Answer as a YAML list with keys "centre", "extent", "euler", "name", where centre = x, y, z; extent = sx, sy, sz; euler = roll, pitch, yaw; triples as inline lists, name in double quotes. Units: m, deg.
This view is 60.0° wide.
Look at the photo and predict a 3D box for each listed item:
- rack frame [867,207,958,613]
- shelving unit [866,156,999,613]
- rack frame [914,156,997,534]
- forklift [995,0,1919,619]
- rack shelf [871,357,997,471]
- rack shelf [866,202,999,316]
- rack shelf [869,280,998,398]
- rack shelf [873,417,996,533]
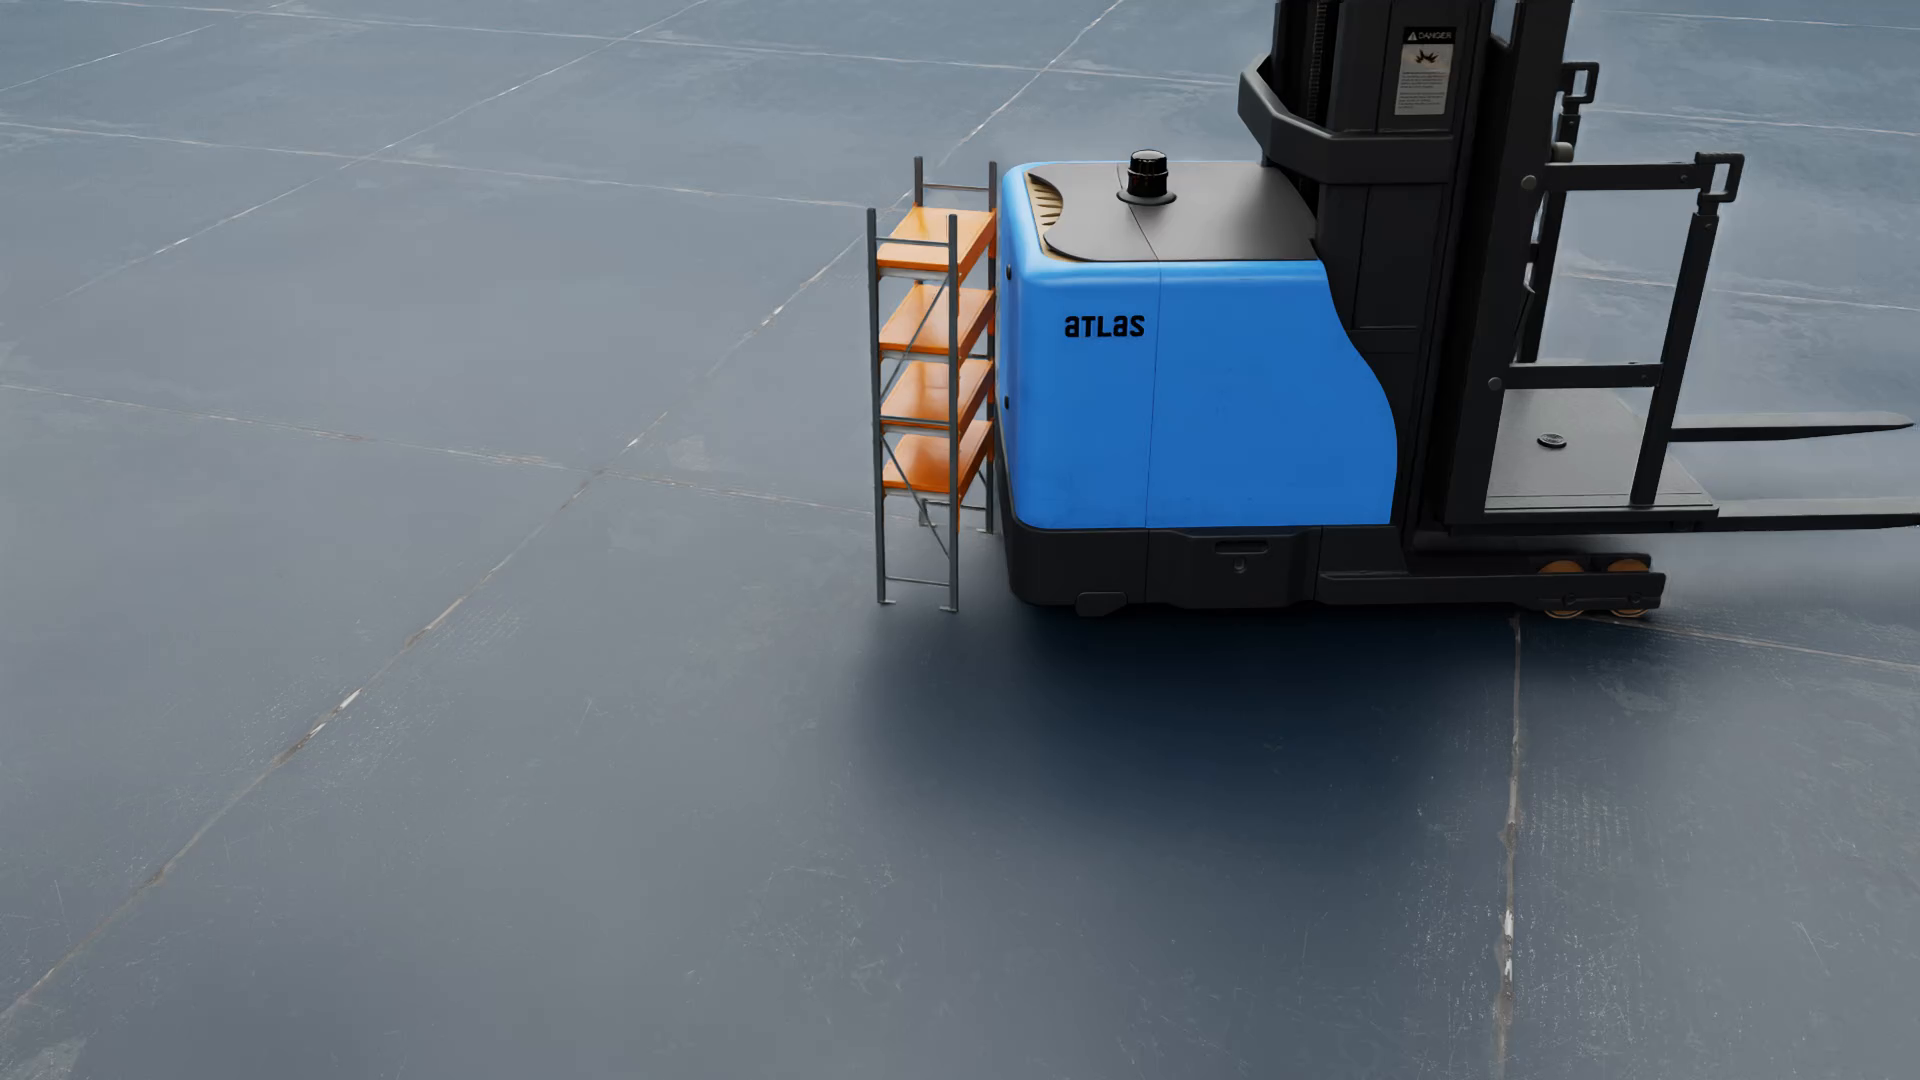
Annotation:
- centre: [-0.125, -0.328, 4.606]
  extent: [0.240, 1.200, 0.015]
  euler: [7, 30, 12]
  name: "rack frame"
- centre: [-0.069, -0.444, 4.813]
  extent: [0.258, 1.200, 0.503]
  euler: [7, 30, 12]
  name: "shelving unit"
- centre: [-0.013, -0.559, 5.021]
  extent: [0.240, 1.200, 0.015]
  euler: [7, 30, 12]
  name: "rack frame"
- centre: [1.646, -1.309, 4.589]
  extent: [3.031, 2.935, 1.130]
  euler: [-1, 29, -2]
  name: "forklift"
- centre: [-0.069, -0.385, 4.846]
  extent: [0.258, 0.148, 0.480]
  euler: [7, 30, 12]
  name: "rack shelf"
- centre: [-0.069, -0.787, 4.622]
  extent: [0.258, 0.148, 0.480]
  euler: [7, 30, 12]
  name: "rack shelf"
- centre: [-0.069, -0.580, 4.737]
  extent: [0.258, 0.148, 0.480]
  euler: [7, 30, 12]
  name: "rack shelf"
- centre: [-0.069, -0.211, 4.942]
  extent: [0.258, 0.148, 0.480]
  euler: [7, 30, 12]
  name: "rack shelf"
